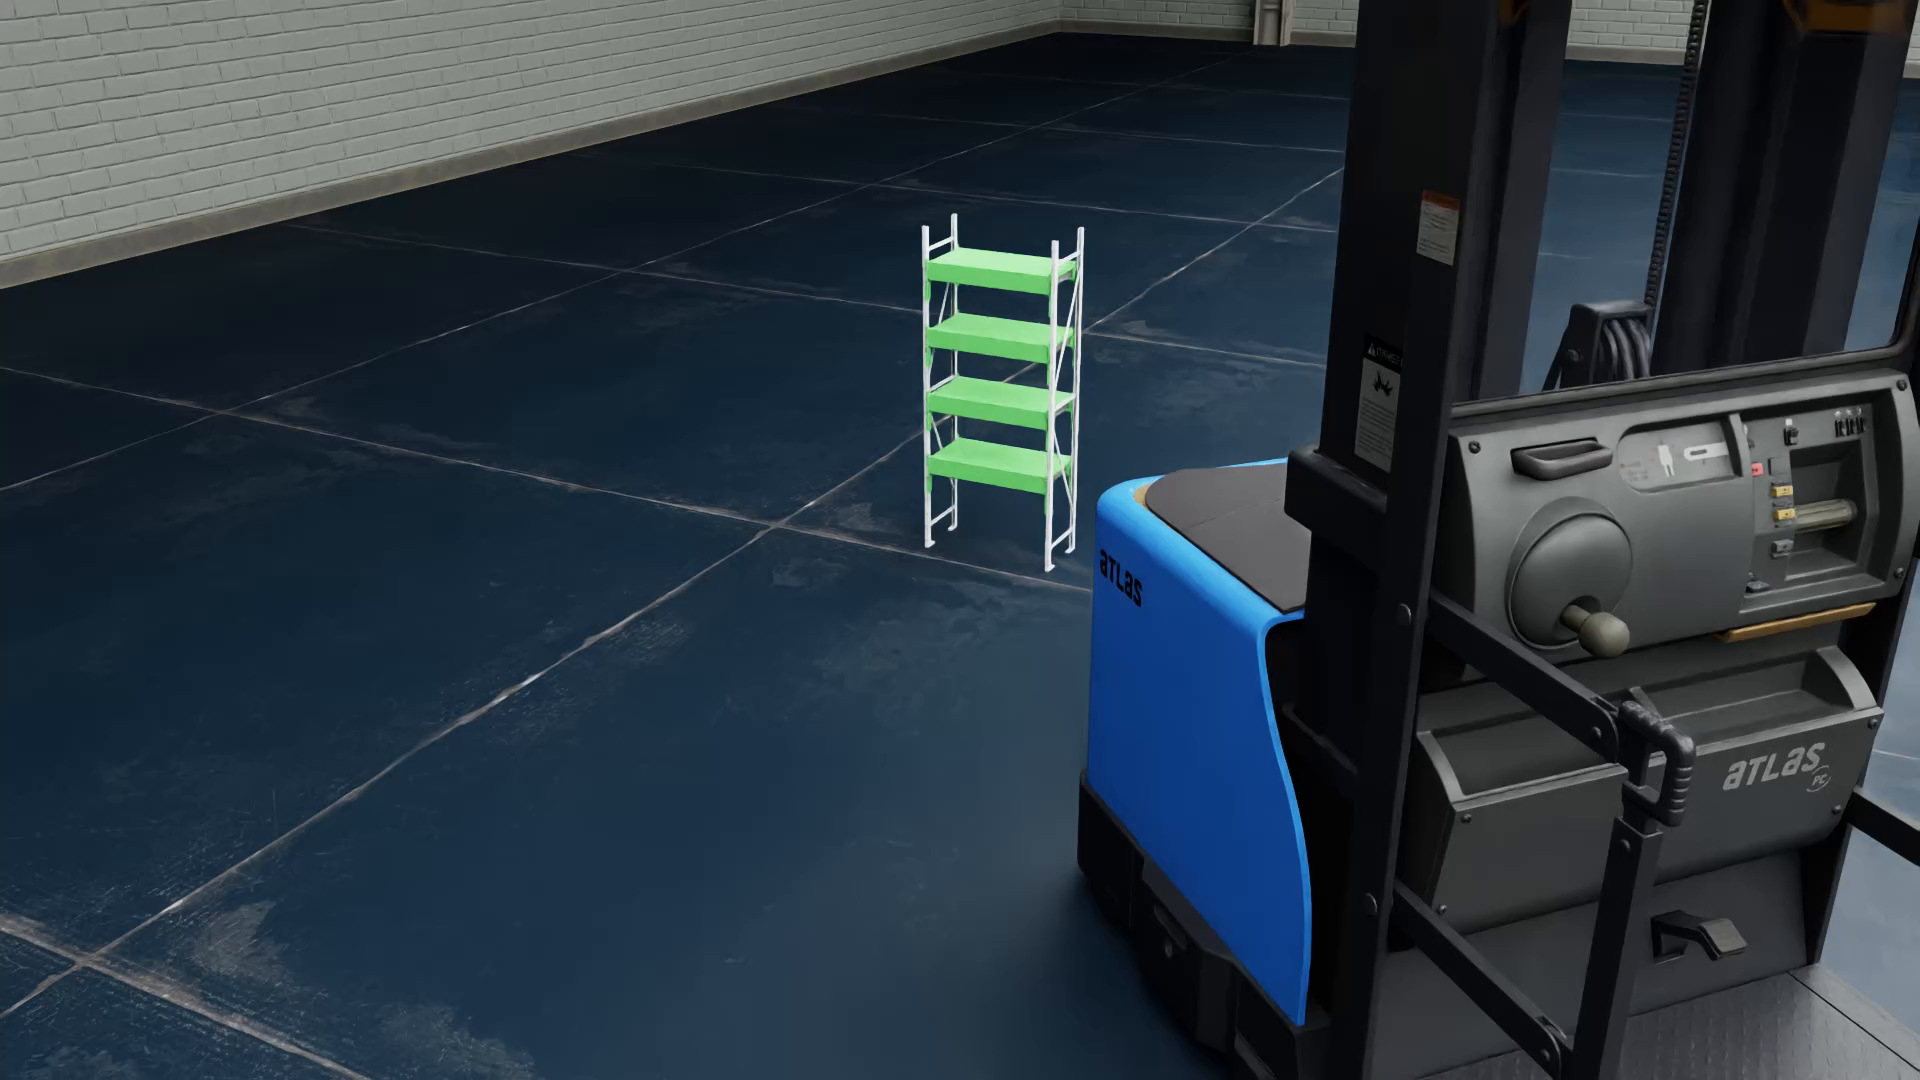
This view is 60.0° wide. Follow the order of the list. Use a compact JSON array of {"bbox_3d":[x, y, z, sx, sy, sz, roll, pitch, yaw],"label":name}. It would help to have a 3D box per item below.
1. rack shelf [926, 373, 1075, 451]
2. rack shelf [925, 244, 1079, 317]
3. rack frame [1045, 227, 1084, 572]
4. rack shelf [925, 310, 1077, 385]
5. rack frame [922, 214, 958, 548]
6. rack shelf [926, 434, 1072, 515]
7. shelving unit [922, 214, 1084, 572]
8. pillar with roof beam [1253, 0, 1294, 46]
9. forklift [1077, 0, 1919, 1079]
[{"bbox_3d":[0.148,-0.464,5.971,0.480,0.148,0.258,11,25,25],"label":"rack shelf"},{"bbox_3d":[0.148,-0.906,5.784,0.480,0.148,0.258,11,25,25],"label":"rack shelf"},{"bbox_3d":[0.365,-0.480,5.845,0.015,1.200,0.240,11,25,25],"label":"rack frame"},{"bbox_3d":[0.148,-0.685,5.878,0.480,0.148,0.258,11,25,25],"label":"rack shelf"},{"bbox_3d":[-0.070,-0.566,6.048,0.015,1.200,0.240,11,25,25],"label":"rack frame"},{"bbox_3d":[0.148,-0.243,6.065,0.480,0.148,0.258,11,25,25],"label":"rack shelf"},{"bbox_3d":[0.148,-0.523,5.946,0.503,1.200,0.258,11,25,25],"label":"shelving unit"},{"bbox_3d":[1.976,-8.874,15.617,0.400,9.000,9.100,11,25,25],"label":"pillar with roof beam"},{"bbox_3d":[1.293,-0.021,2.555,1.130,2.935,3.031,-8,24,-19],"label":"forklift"}]
